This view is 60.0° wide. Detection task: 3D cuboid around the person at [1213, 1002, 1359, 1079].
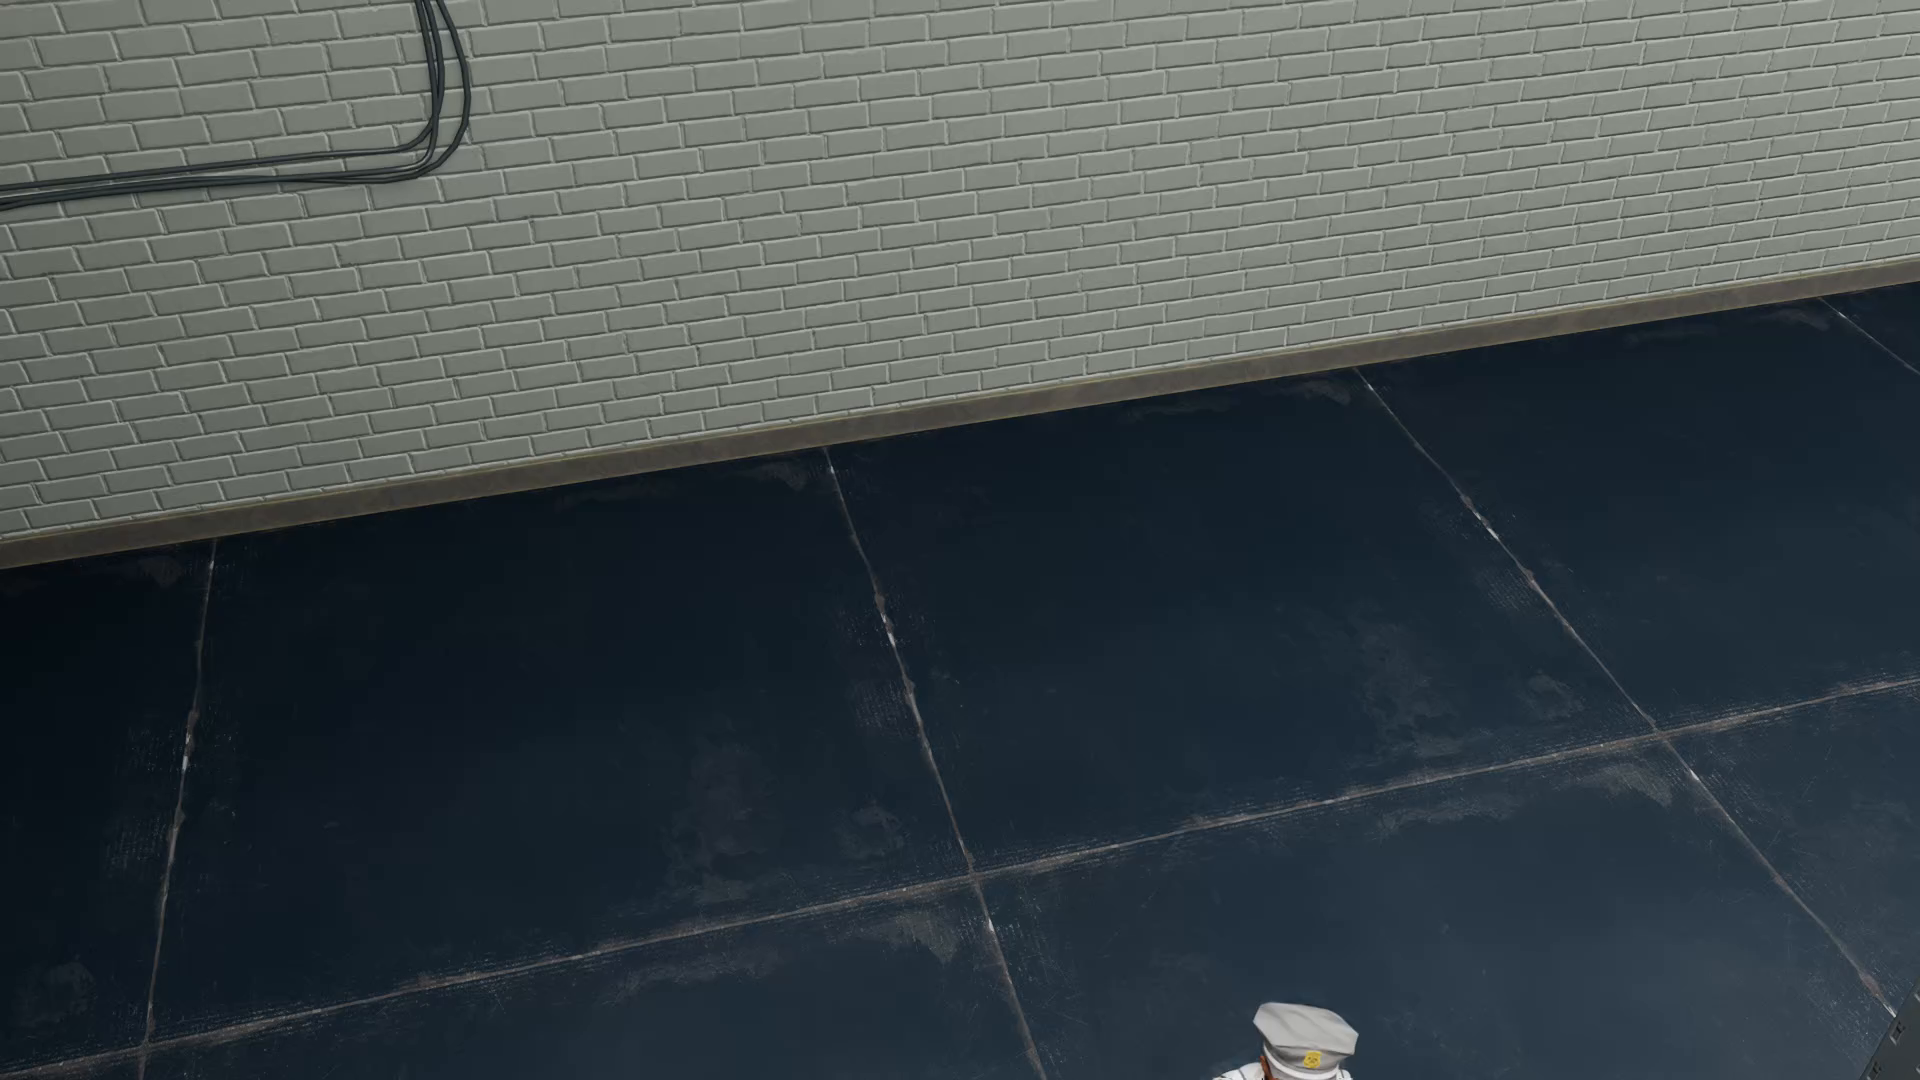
[{"bbox_3d":[0.805,1.829,4.370,0.433,1.715,0.439,-4,39,-5],"label":"person"}]
